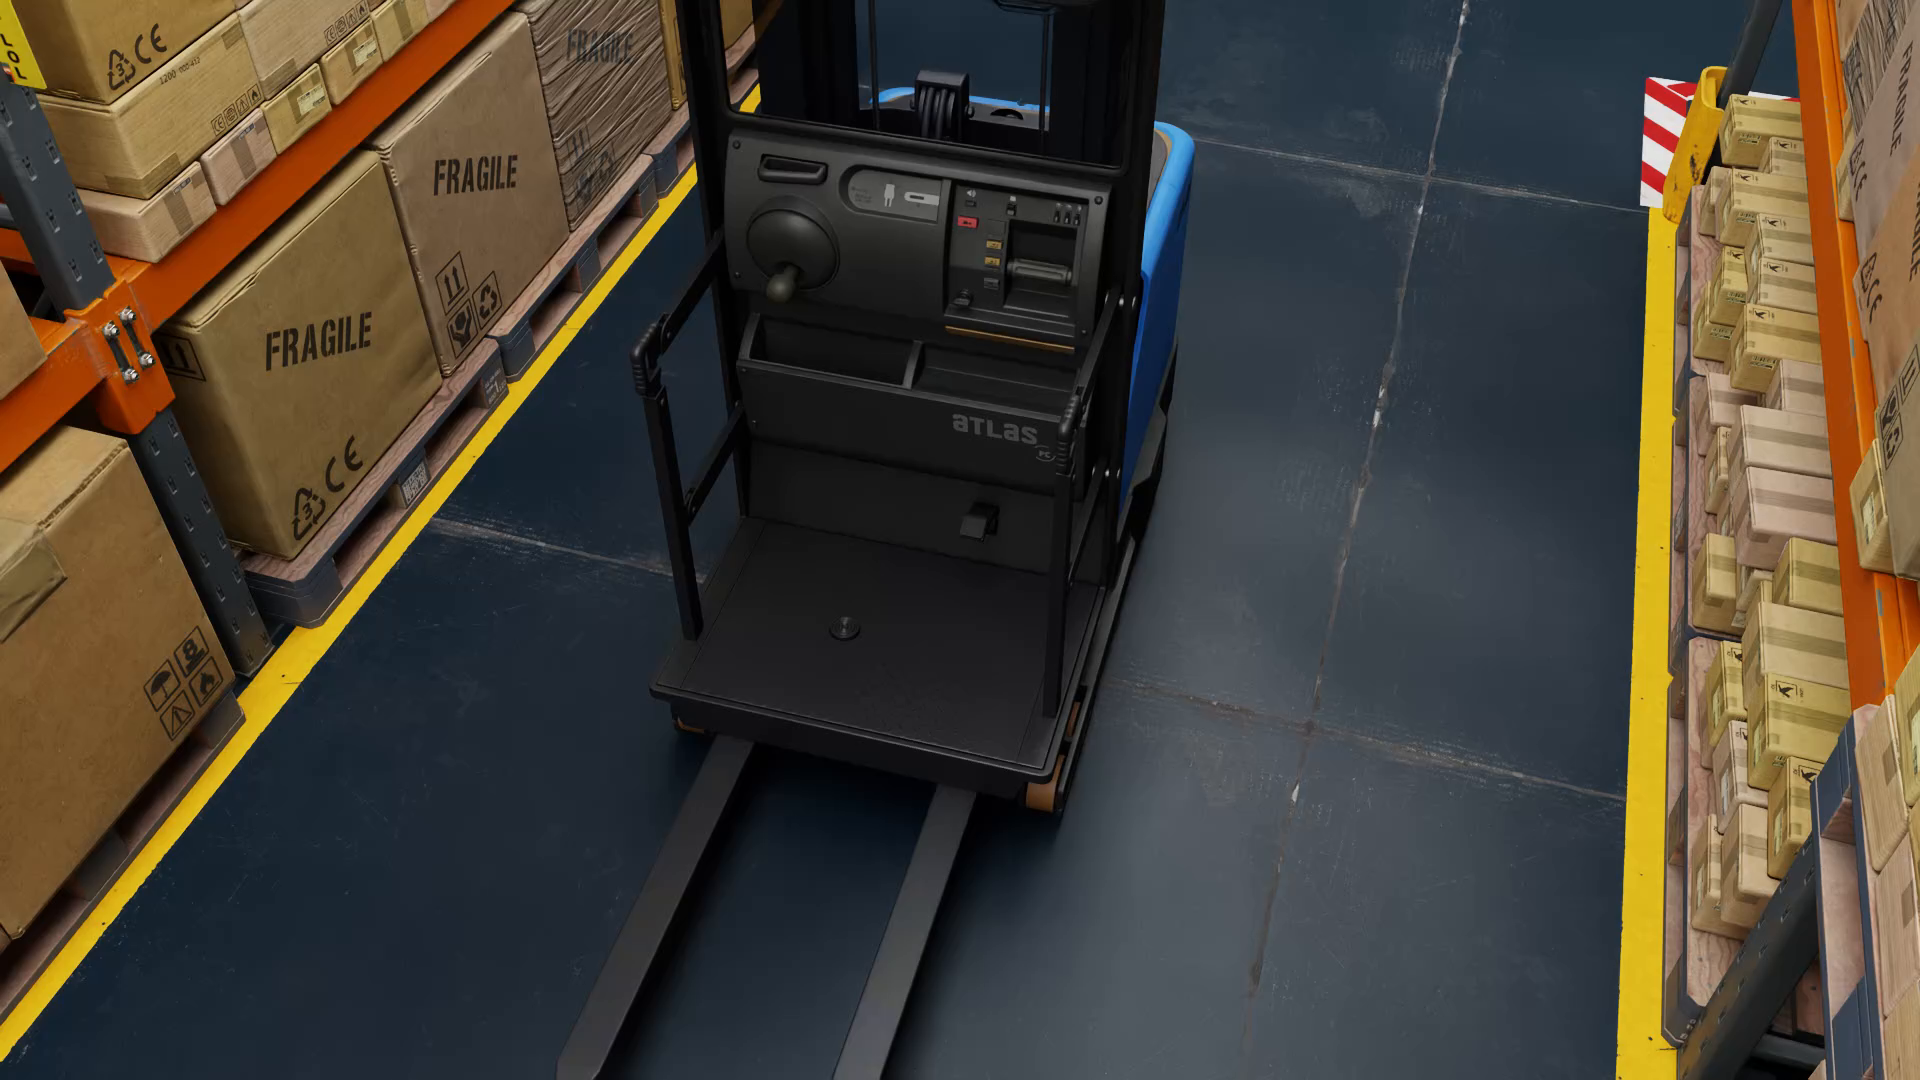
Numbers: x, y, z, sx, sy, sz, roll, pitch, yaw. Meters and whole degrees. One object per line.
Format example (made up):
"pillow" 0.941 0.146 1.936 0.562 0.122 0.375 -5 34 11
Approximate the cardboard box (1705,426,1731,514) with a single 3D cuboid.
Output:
"cardboard box" 2.471 -0.177 5.024 0.380 0.149 0.250 13 46 13

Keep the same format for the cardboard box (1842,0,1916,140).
"cardboard box" 2.544 -1.236 4.084 0.500 0.500 0.500 11 46 11

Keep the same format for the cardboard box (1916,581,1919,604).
"cardboard box" 2.042 0.155 3.127 0.380 0.149 0.250 12 46 12

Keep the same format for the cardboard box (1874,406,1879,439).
"cardboard box" 2.154 -0.205 3.495 0.380 0.149 0.250 14 46 14

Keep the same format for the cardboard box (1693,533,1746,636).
"cardboard box" 2.286 0.150 4.690 0.380 0.149 0.250 12 46 12

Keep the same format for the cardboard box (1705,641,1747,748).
"cardboard box" 2.105 0.425 4.197 0.380 0.149 0.250 11 45 11

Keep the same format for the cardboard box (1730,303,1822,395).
"cardboard box" 2.528 -0.546 4.976 0.380 0.149 0.250 13 46 13

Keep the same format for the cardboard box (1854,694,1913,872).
"cardboard box" 1.621 0.410 2.566 0.380 0.149 0.250 11 45 11

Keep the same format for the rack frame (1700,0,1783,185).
"rack frame" 3.390 -2.361 5.518 1.000 3.000 0.127 13 46 13

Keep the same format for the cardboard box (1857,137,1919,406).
"cardboard box" 2.214 -0.565 3.399 0.500 0.500 0.500 11 46 11

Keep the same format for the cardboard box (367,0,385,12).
"cardboard box" -1.819 -1.800 4.840 0.500 0.250 0.500 14 46 13

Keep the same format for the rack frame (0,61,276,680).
"rack frame" -2.518 -0.813 3.936 1.000 3.000 0.127 13 46 13

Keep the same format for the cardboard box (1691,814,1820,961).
"cardboard box" 1.973 0.840 3.985 0.380 0.149 0.250 13 46 13

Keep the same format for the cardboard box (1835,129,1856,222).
"cardboard box" 2.447 -0.903 4.207 0.380 0.149 0.250 13 46 13

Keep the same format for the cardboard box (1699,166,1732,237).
"cardboard box" 2.926 -1.211 6.081 0.380 0.149 0.250 13 46 13

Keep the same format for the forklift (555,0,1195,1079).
"forklift" -0.170 -0.624 3.792 1.130 2.935 3.031 11 45 11

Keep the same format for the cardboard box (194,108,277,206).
"cardboard box" -2.032 -1.025 4.332 0.380 0.149 0.250 11 45 11

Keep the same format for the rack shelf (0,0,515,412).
"rack shelf" -1.912 -1.889 5.550 1.077 0.370 4.000 13 46 13

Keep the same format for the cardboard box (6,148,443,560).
"cardboard box" -2.242 -0.627 4.965 0.875 0.875 0.875 13 46 13

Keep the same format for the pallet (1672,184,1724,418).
"pallet" 3.087 -0.780 5.896 1.003 0.211 1.213 13 46 13

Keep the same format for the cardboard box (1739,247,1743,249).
"cardboard box" 2.856 -0.852 5.714 0.380 0.149 0.250 13 46 13

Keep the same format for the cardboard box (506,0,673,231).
"cardboard box" -1.700 -1.820 6.184 0.875 0.875 0.875 13 46 13

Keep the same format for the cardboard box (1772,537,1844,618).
"cardboard box" 2.299 0.166 4.248 0.380 0.149 0.250 14 46 14

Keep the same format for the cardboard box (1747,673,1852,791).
"cardboard box" 2.078 0.490 3.917 0.380 0.149 0.250 13 46 13

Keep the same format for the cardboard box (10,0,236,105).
"cardboard box" -2.129 -1.399 3.893 0.500 0.500 0.500 13 46 13

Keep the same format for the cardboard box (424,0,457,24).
"cardboard box" -1.719 -1.714 5.036 0.380 0.149 0.250 13 46 13

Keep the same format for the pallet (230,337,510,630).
"pallet" -2.213 -0.307 5.412 1.003 0.211 1.213 13 46 13

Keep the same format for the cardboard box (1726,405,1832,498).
"cardboard box" 2.363 -0.216 4.639 0.380 0.149 0.250 11 45 11

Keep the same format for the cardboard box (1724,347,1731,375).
"cardboard box" 2.688 -0.515 5.369 0.380 0.149 0.250 13 46 13

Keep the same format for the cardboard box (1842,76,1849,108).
"cardboard box" 2.654 -1.243 4.555 0.380 0.149 0.250 12 46 12

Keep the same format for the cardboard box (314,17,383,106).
"cardboard box" -1.875 -1.376 4.691 0.380 0.149 0.250 11 46 11

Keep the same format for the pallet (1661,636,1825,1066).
"pallet" 2.348 0.847 4.234 1.003 0.211 1.213 13 46 13

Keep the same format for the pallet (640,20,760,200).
"pallet" -1.474 -1.933 7.074 1.003 0.211 1.213 13 46 13

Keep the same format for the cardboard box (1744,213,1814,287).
"cardboard box" 2.744 -0.895 5.332 0.380 0.149 0.250 10 45 11

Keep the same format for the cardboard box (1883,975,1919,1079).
"cardboard box" 1.463 0.762 2.206 0.380 0.149 0.250 13 46 13

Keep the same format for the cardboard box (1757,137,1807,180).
"cardboard box" 2.939 -1.218 5.663 0.380 0.149 0.250 13 46 13

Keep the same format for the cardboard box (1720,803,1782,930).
"cardboard box" 1.971 0.790 3.823 0.380 0.149 0.250 13 46 13

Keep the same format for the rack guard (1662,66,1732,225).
"rack guard" 3.367 -1.417 6.341 1.175 0.500 0.348 13 46 13

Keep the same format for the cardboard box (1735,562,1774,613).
"cardboard box" 2.333 0.105 4.524 0.380 0.149 0.250 14 46 13

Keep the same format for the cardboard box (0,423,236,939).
"cardboard box" -2.693 0.227 4.092 1.225 0.875 0.875 13 46 13

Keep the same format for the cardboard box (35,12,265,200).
"cardboard box" -2.126 -1.123 4.148 0.500 0.250 0.500 12 46 12

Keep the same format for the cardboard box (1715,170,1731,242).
"cardboard box" 2.850 -1.133 5.789 0.380 0.149 0.250 12 46 12

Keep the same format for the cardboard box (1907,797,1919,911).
"cardboard box" 1.544 0.477 2.285 0.380 0.149 0.250 12 46 12

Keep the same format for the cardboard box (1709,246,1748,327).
"cardboard box" 2.679 -0.803 5.452 0.380 0.149 0.250 14 46 14
